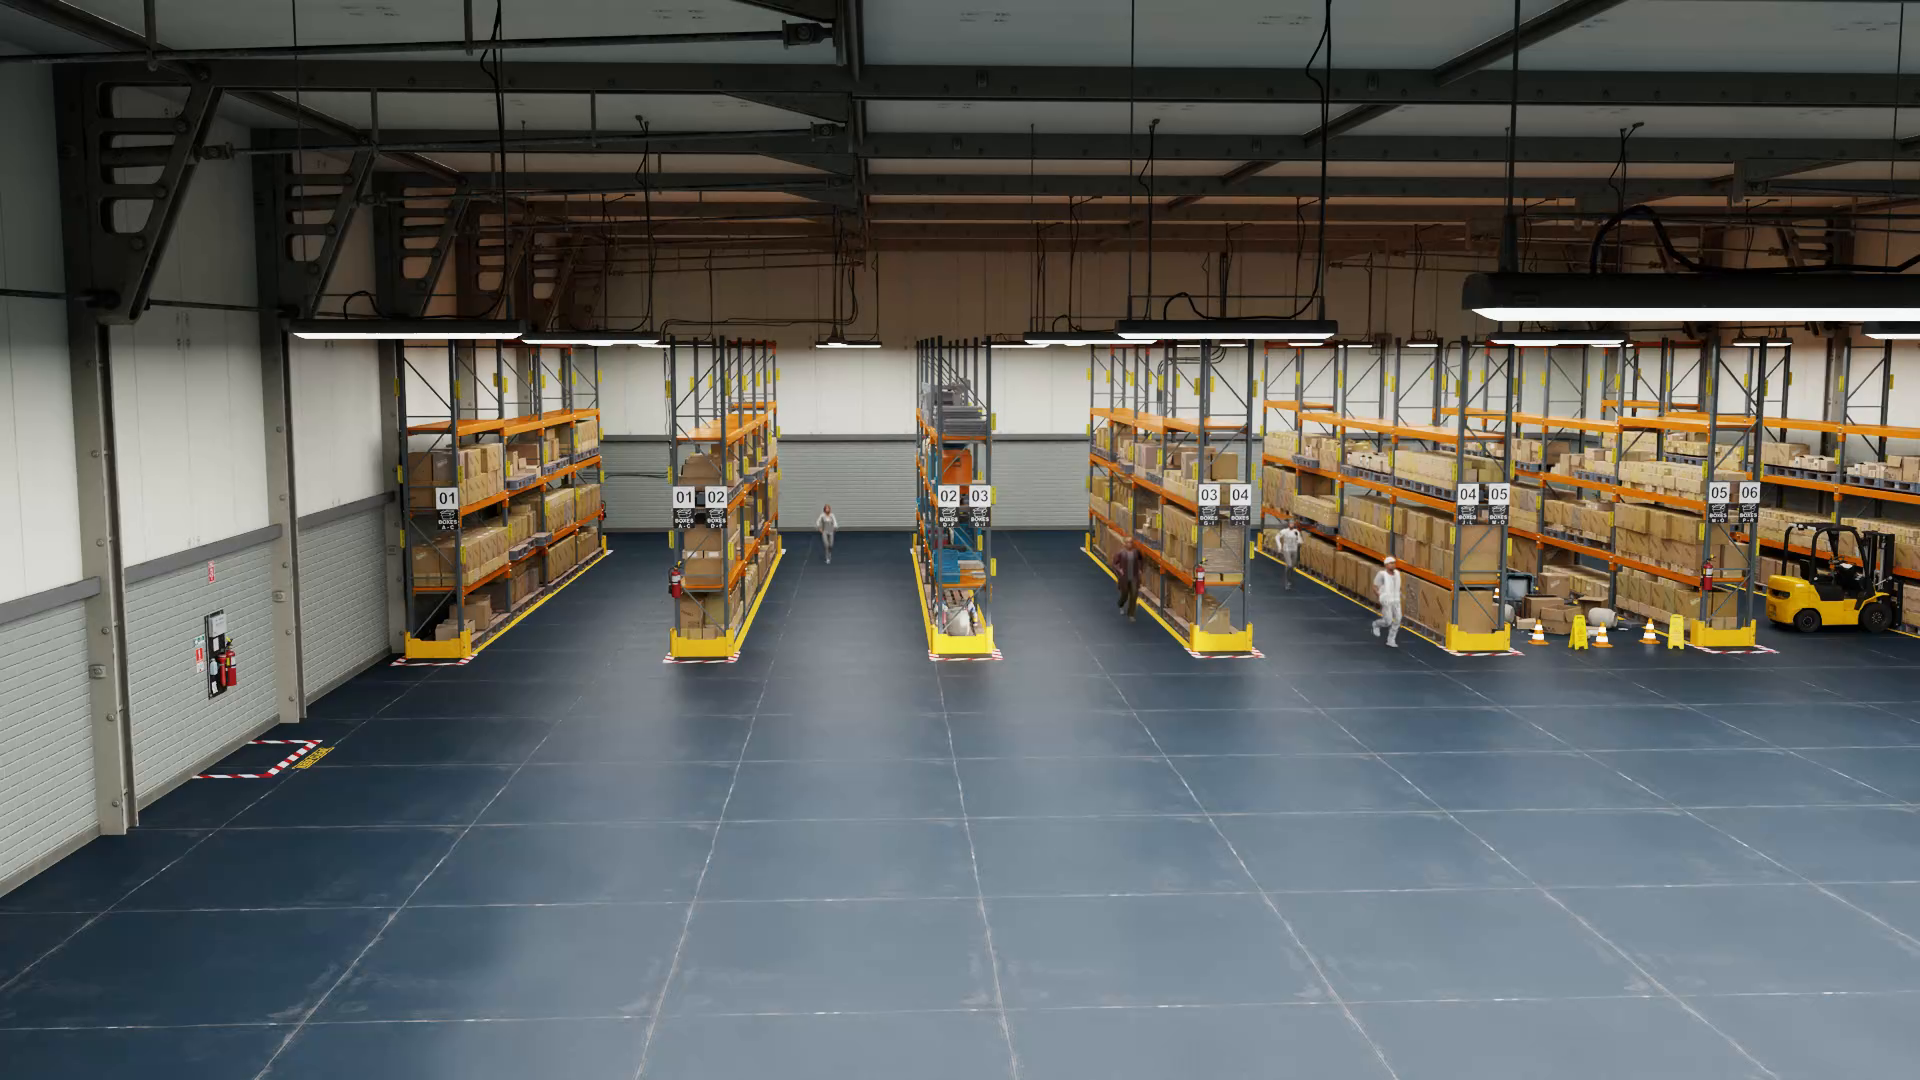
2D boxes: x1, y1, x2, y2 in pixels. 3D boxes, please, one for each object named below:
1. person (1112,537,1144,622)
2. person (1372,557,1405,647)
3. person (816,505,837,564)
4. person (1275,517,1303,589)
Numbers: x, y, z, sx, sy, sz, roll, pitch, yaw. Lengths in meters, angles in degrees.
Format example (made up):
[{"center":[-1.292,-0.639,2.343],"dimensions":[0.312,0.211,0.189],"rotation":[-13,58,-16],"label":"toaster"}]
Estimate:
[{"center":[3.541,0.807,35.056],"dimensions":[0.707,1.757,0.935],"rotation":[-1,7,-7],"label":"person"},{"center":[8.347,1.188,32.393],"dimensions":[0.683,1.743,0.689],"rotation":[-3,7,-21],"label":"person"},{"center":[-3.617,-0.169,45.084],"dimensions":[0.558,1.576,0.627],"rotation":[-2,7,-14],"label":"person"},{"center":[7.983,0.319,40.245],"dimensions":[0.567,1.749,0.732],"rotation":[-1,7,-11],"label":"person"}]
